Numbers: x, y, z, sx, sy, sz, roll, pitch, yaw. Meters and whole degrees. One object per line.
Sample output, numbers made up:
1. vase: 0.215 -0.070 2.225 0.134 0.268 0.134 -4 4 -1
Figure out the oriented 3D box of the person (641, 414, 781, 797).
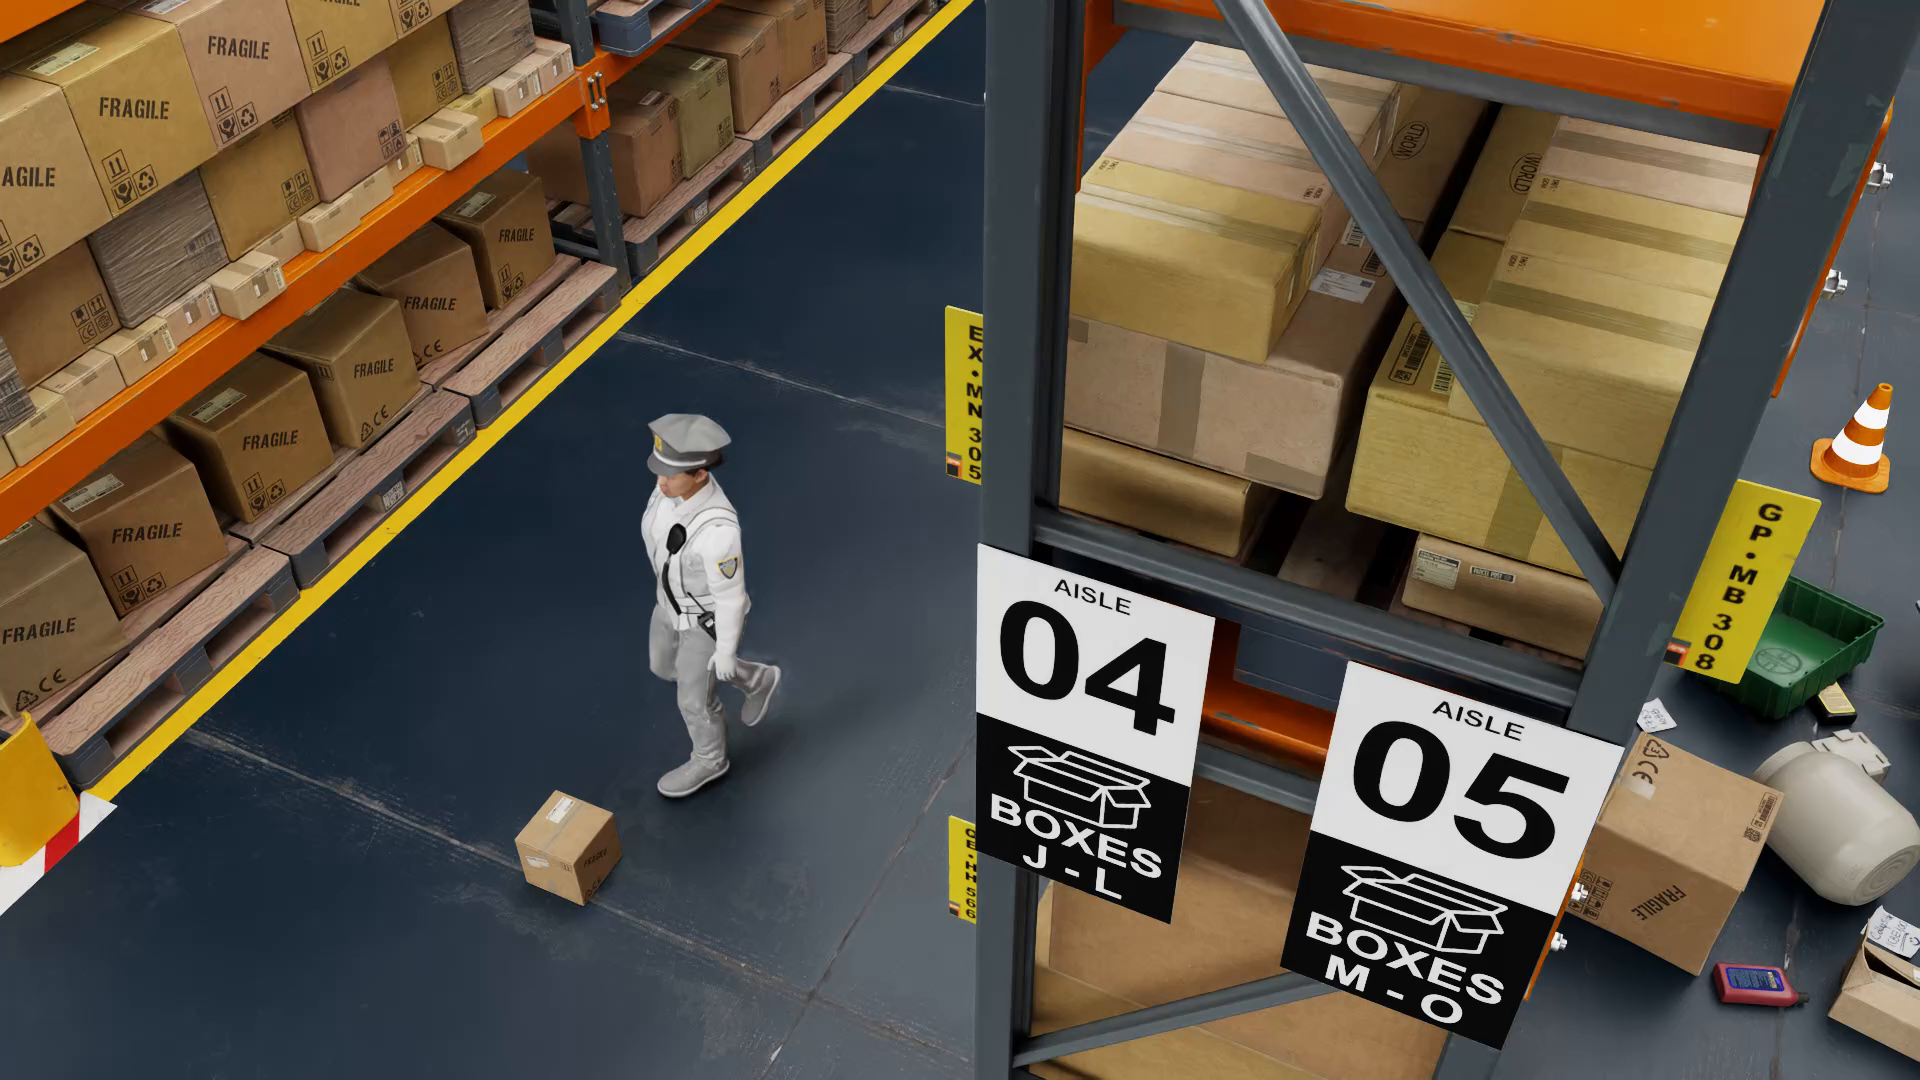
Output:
1. person: -0.892 0.244 5.854 0.573 1.671 0.510 -20 46 -20
